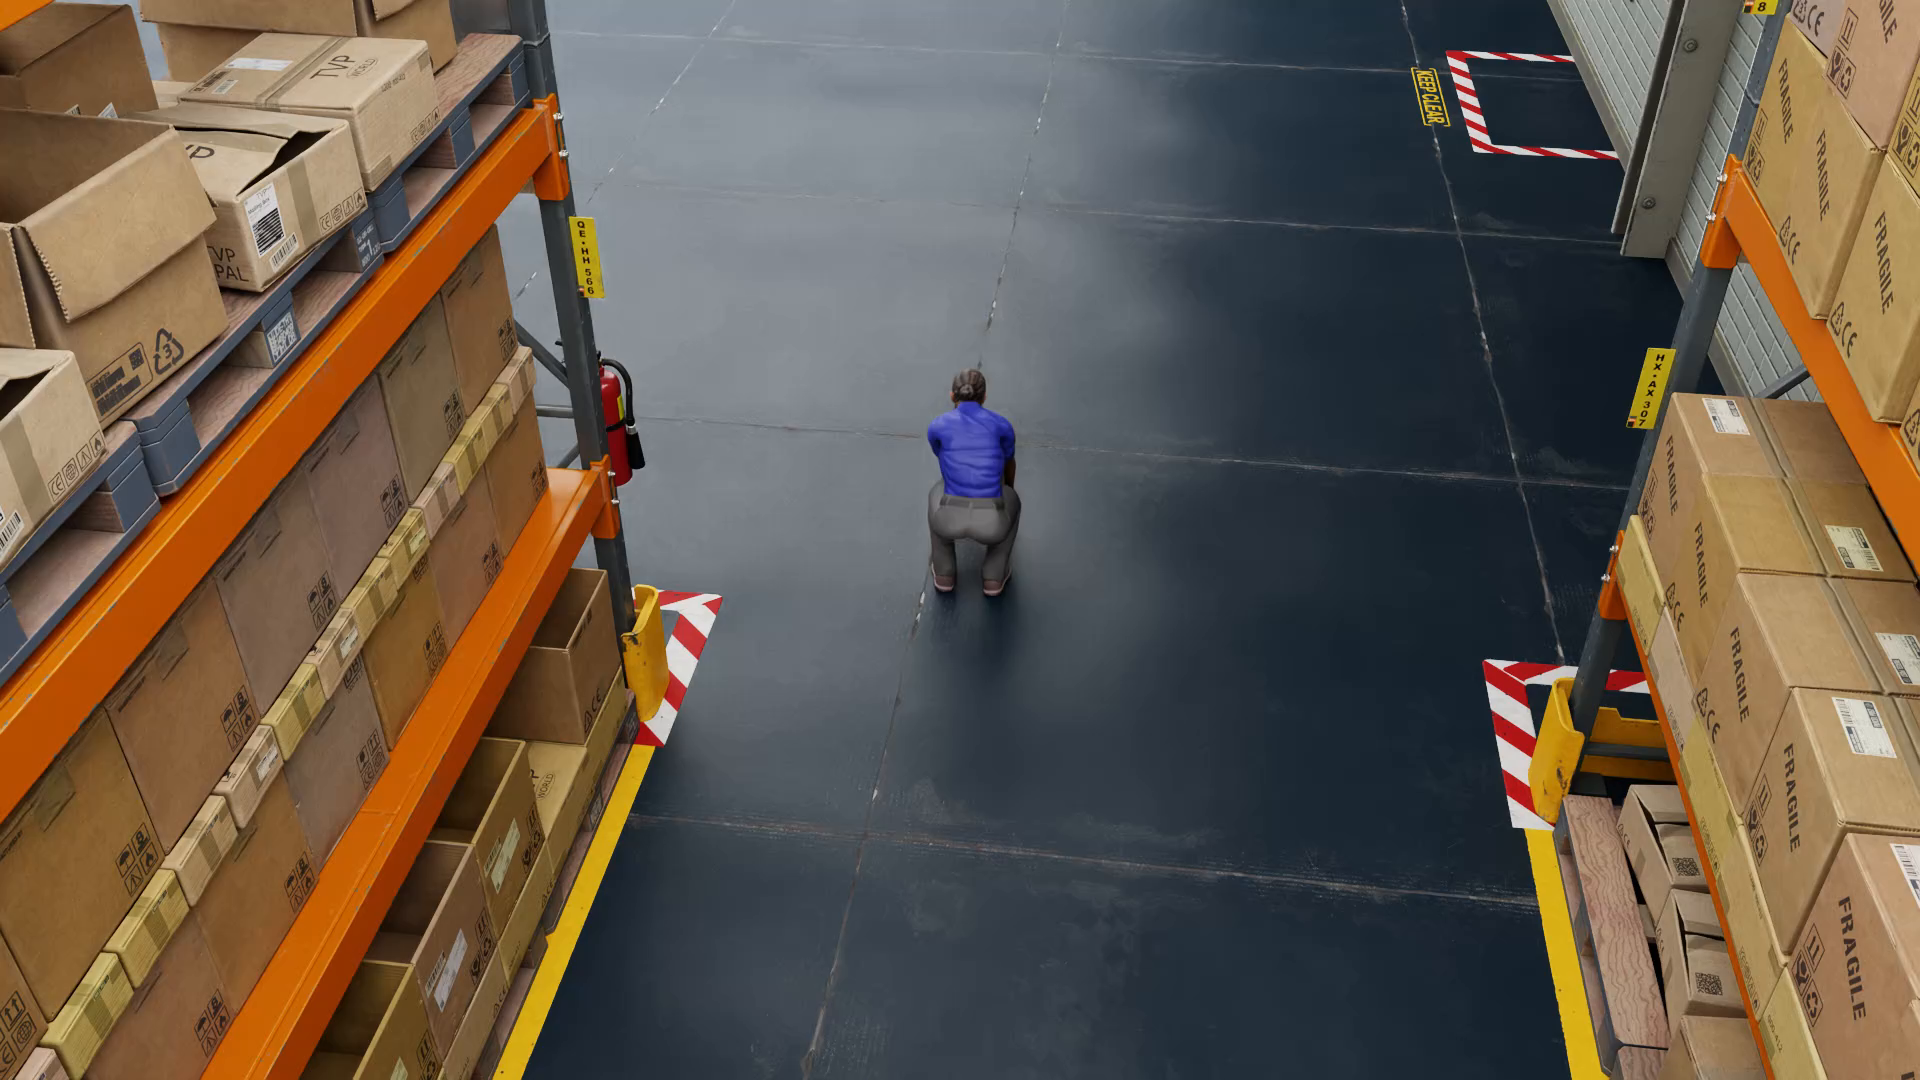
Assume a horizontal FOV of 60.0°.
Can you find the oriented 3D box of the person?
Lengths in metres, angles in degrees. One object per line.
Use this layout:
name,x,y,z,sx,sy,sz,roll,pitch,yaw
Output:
person,0.066,-0.275,8.028,0.460,0.948,0.841,4,36,5
